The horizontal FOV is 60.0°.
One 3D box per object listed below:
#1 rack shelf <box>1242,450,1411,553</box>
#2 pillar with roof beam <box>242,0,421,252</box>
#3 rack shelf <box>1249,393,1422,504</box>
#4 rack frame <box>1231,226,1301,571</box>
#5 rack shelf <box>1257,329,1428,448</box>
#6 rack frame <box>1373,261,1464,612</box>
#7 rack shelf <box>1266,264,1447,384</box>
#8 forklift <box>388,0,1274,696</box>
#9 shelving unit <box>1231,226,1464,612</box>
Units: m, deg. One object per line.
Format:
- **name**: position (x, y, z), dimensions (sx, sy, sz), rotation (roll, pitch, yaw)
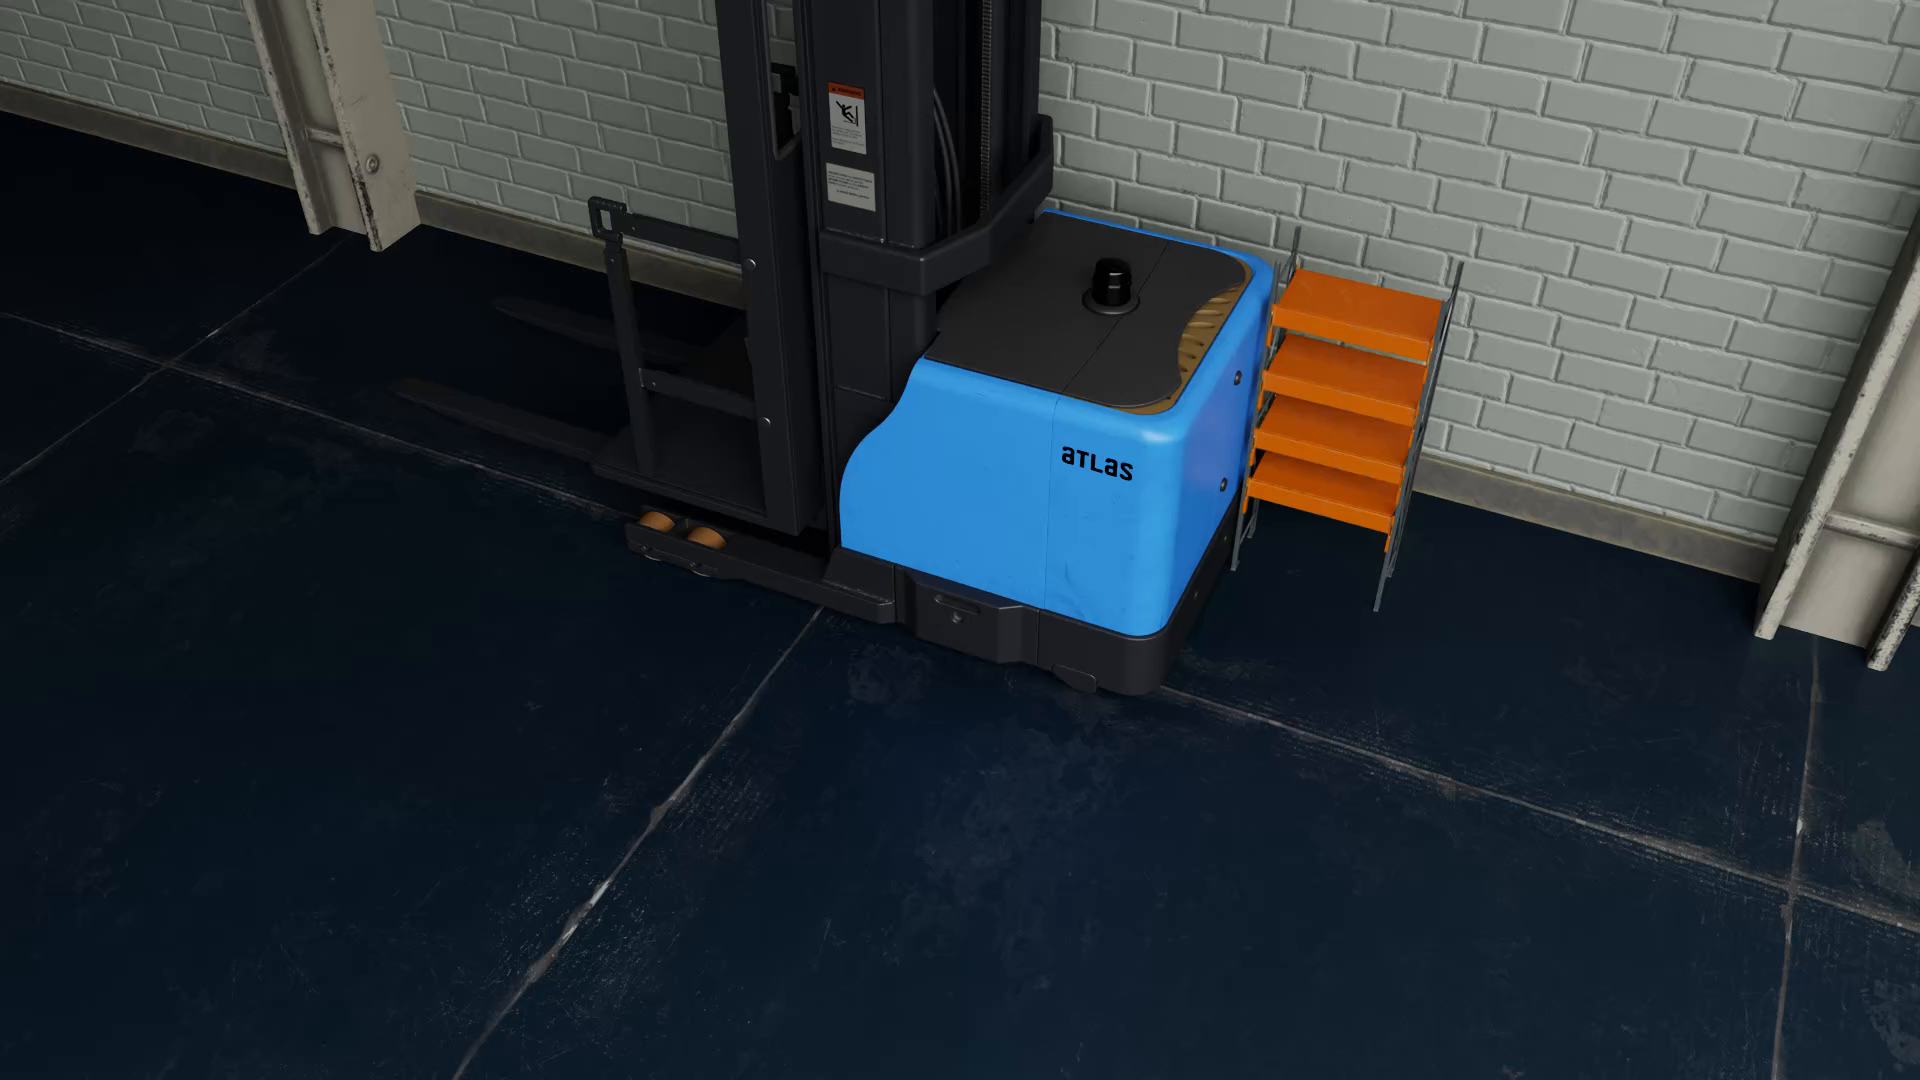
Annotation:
- **rack shelf**: position (1.195, -0.154, 5.417), dimensions (0.480, 0.148, 0.258), rotation (17, 44, 18)
- **pillar with roof beam**: position (-4.440, -2.235, 1.458), dimensions (0.400, 9.000, 9.100), rotation (17, 44, 19)
- **rack shelf**: position (1.195, -0.304, 5.287), dimensions (0.480, 0.148, 0.258), rotation (17, 44, 18)
- **rack frame**: position (0.972, -0.421, 5.319), dimensions (0.015, 1.200, 0.240), rotation (17, 44, 18)
- **rack shelf**: position (1.195, -0.473, 5.141), dimensions (0.480, 0.148, 0.258), rotation (17, 44, 18)
- **rack frame**: position (1.417, -0.289, 5.167), dimensions (0.015, 1.200, 0.240), rotation (17, 44, 18)
- **rack shelf**: position (1.195, -0.652, 4.986), dimensions (0.480, 0.148, 0.258), rotation (17, 44, 18)
- **forklift**: position (-0.572, -1.280, 4.989), dimensions (3.031, 2.935, 1.130), rotation (17, 44, 18)
- **shelving unit**: position (1.195, -0.355, 5.243), dimensions (0.503, 1.200, 0.258), rotation (17, 44, 18)
